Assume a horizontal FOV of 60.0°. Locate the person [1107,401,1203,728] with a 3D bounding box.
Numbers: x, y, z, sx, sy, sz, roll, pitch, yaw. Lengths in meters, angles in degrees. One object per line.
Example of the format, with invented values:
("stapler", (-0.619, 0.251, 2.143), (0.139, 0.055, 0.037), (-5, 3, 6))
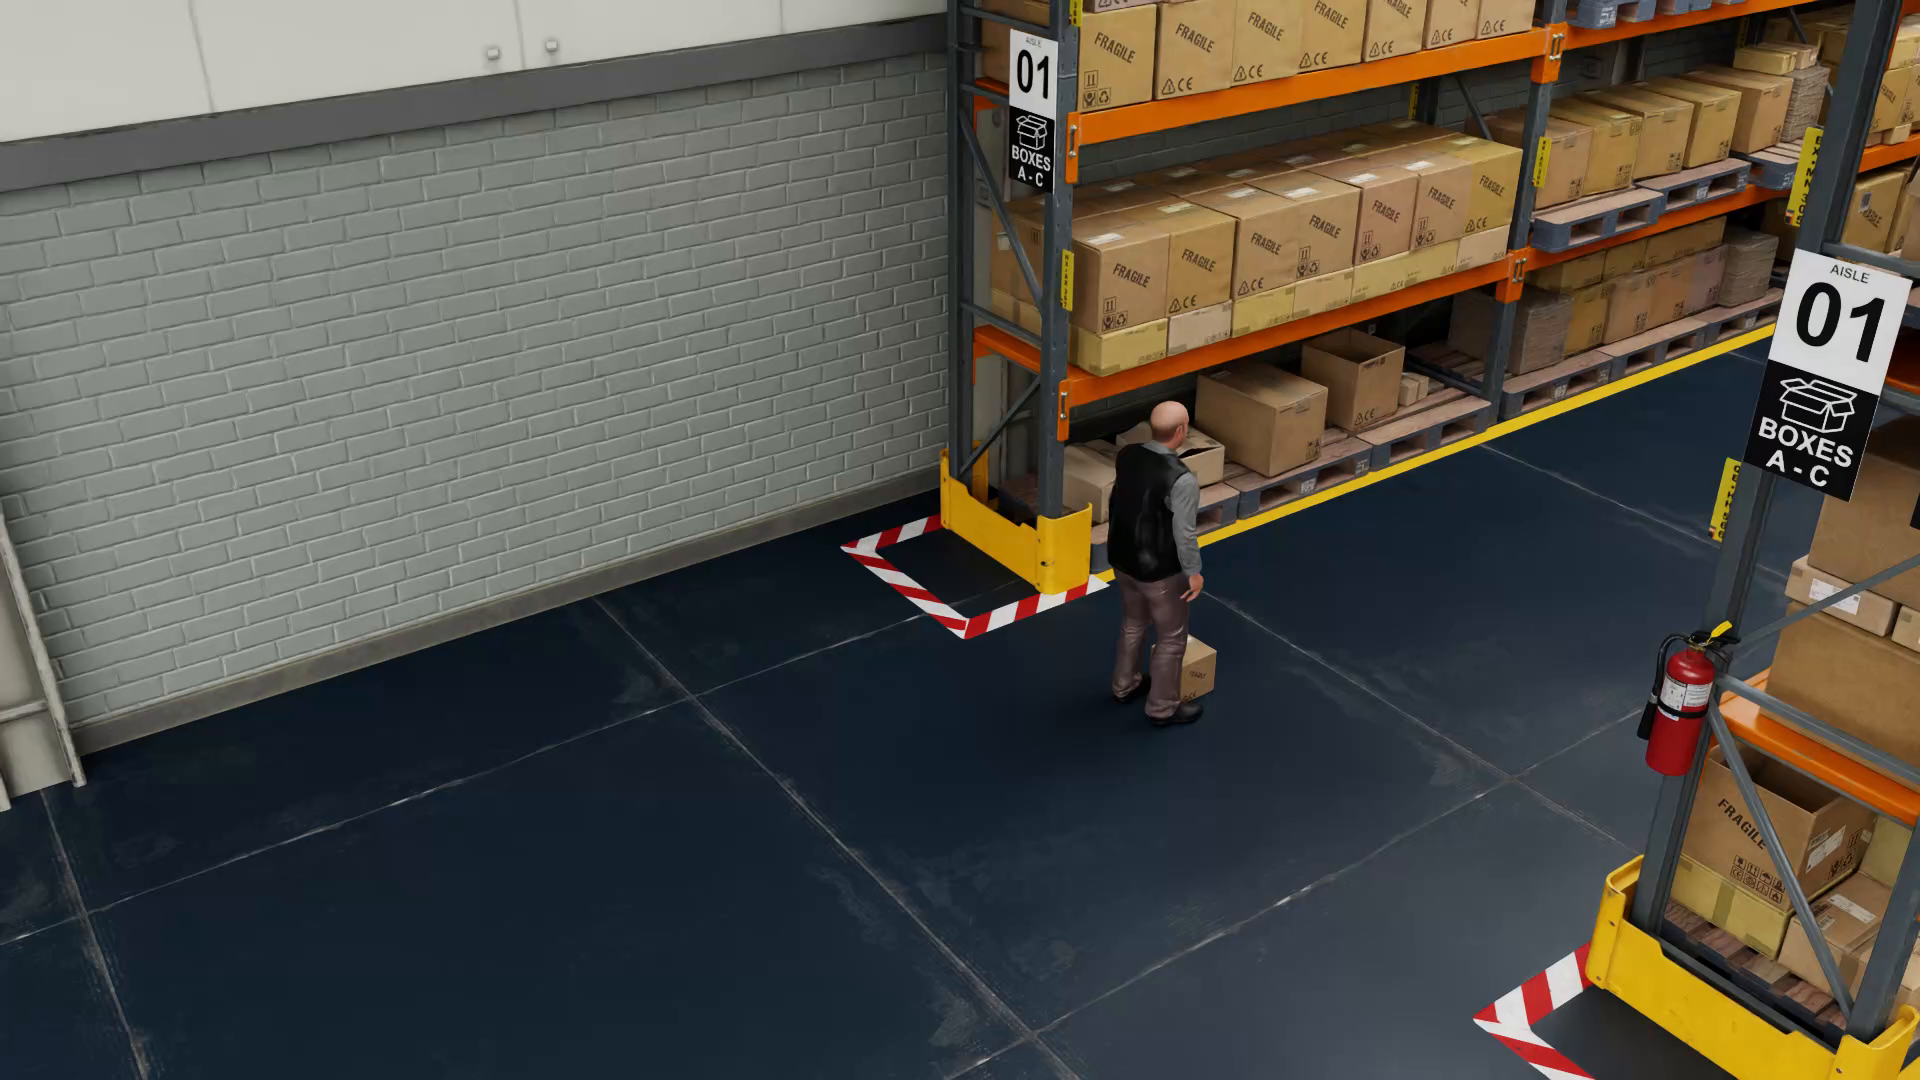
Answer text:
("person", (0.966, 0.119, 8.428), (0.411, 1.721, 0.588), (-20, 34, -32))
